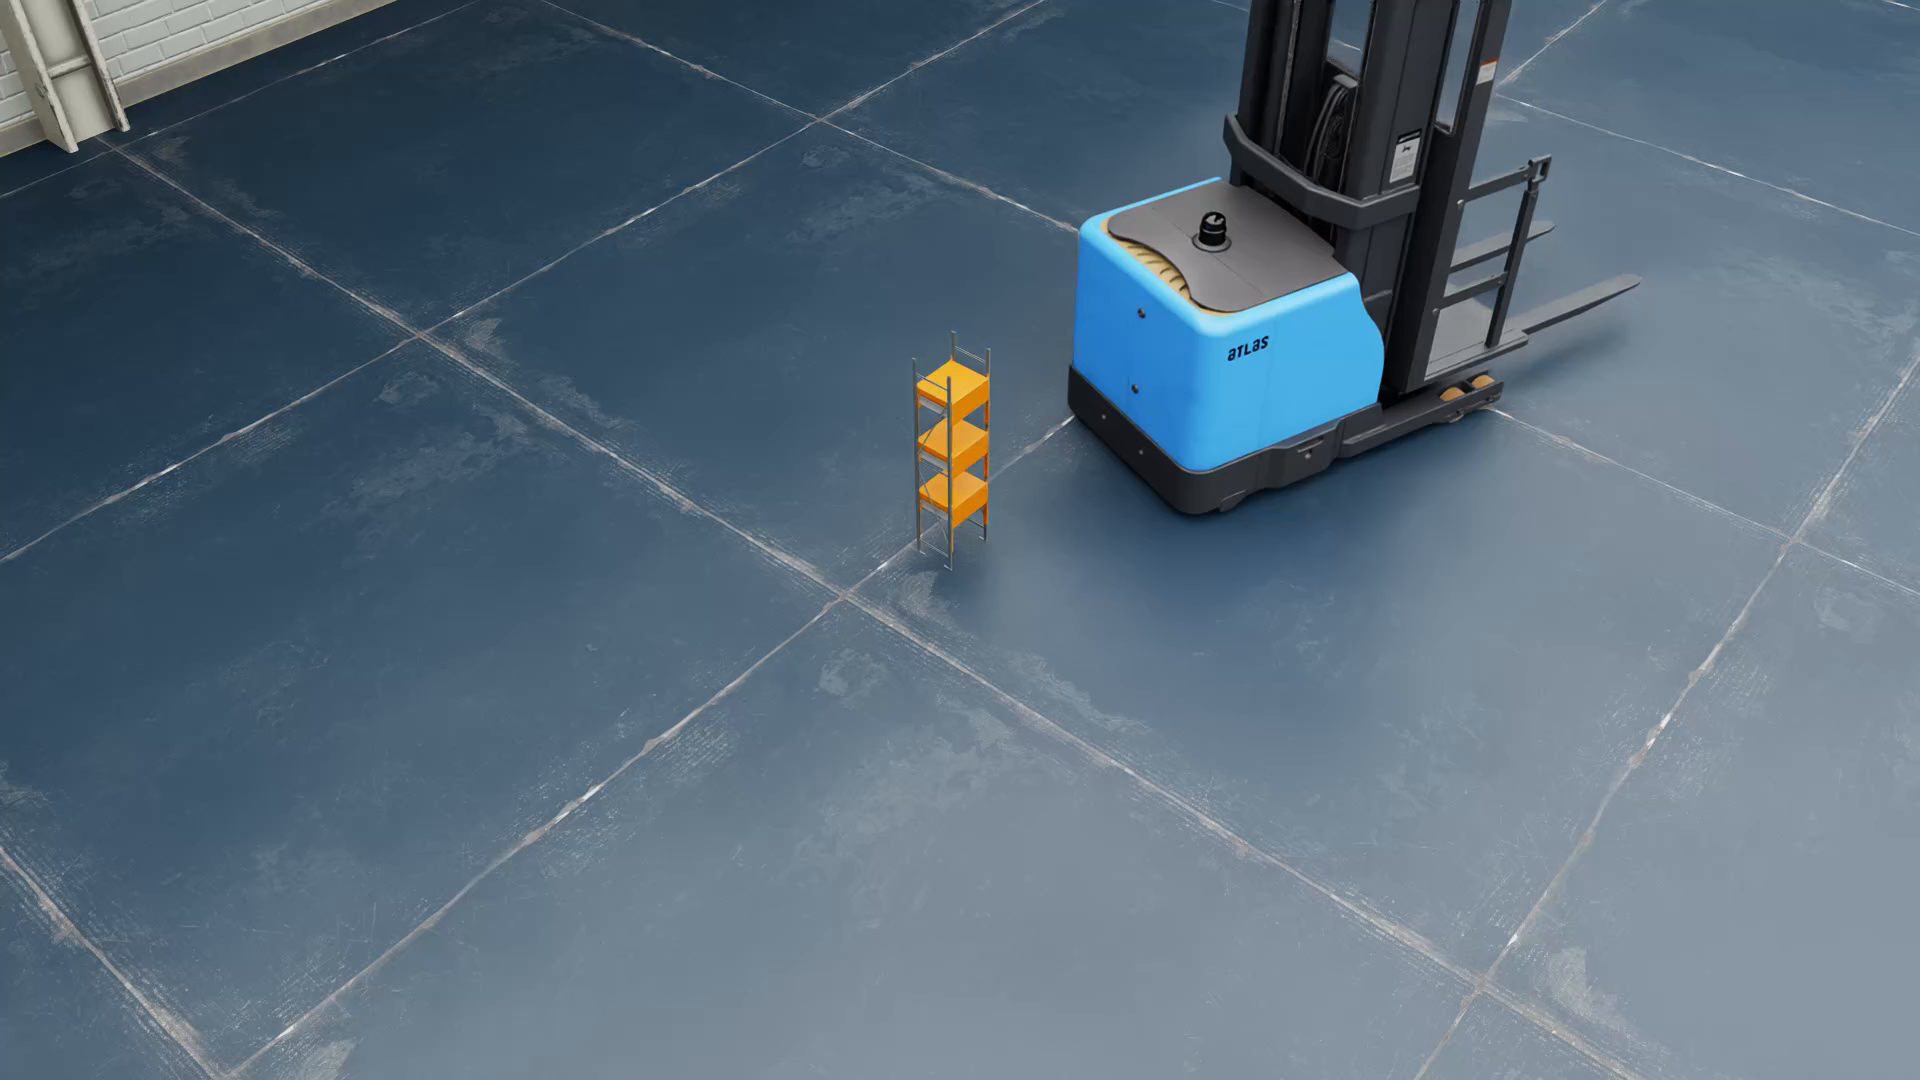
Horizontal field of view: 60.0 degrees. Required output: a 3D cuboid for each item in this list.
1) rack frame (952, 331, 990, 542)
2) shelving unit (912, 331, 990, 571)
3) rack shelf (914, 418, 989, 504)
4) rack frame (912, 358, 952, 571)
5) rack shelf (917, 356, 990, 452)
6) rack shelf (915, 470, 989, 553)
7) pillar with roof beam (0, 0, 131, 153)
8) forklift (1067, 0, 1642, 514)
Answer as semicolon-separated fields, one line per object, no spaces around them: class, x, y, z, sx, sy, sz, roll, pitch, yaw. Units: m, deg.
rack frame;0.044;-0.424;7.118;0.200;1.050;0.008;29;50;28
shelving unit;-0.034;-0.361;7.049;0.215;1.050;0.252;29;50;28
rack shelf;-0.034;-0.353;7.056;0.215;0.259;0.240;29;50;28
rack frame;-0.113;-0.298;6.980;0.200;1.050;0.008;29;50;28
rack shelf;-0.034;-0.563;6.865;0.215;0.259;0.240;29;50;28
rack shelf;-0.034;-0.147;7.243;0.215;0.259;0.240;29;50;28
pillar with roof beam;-2.040;-3.957;5.095;9.100;9.000;0.400;29;50;28
forklift;2.051;-1.940;7.388;3.031;2.935;1.130;-22;47;-22
